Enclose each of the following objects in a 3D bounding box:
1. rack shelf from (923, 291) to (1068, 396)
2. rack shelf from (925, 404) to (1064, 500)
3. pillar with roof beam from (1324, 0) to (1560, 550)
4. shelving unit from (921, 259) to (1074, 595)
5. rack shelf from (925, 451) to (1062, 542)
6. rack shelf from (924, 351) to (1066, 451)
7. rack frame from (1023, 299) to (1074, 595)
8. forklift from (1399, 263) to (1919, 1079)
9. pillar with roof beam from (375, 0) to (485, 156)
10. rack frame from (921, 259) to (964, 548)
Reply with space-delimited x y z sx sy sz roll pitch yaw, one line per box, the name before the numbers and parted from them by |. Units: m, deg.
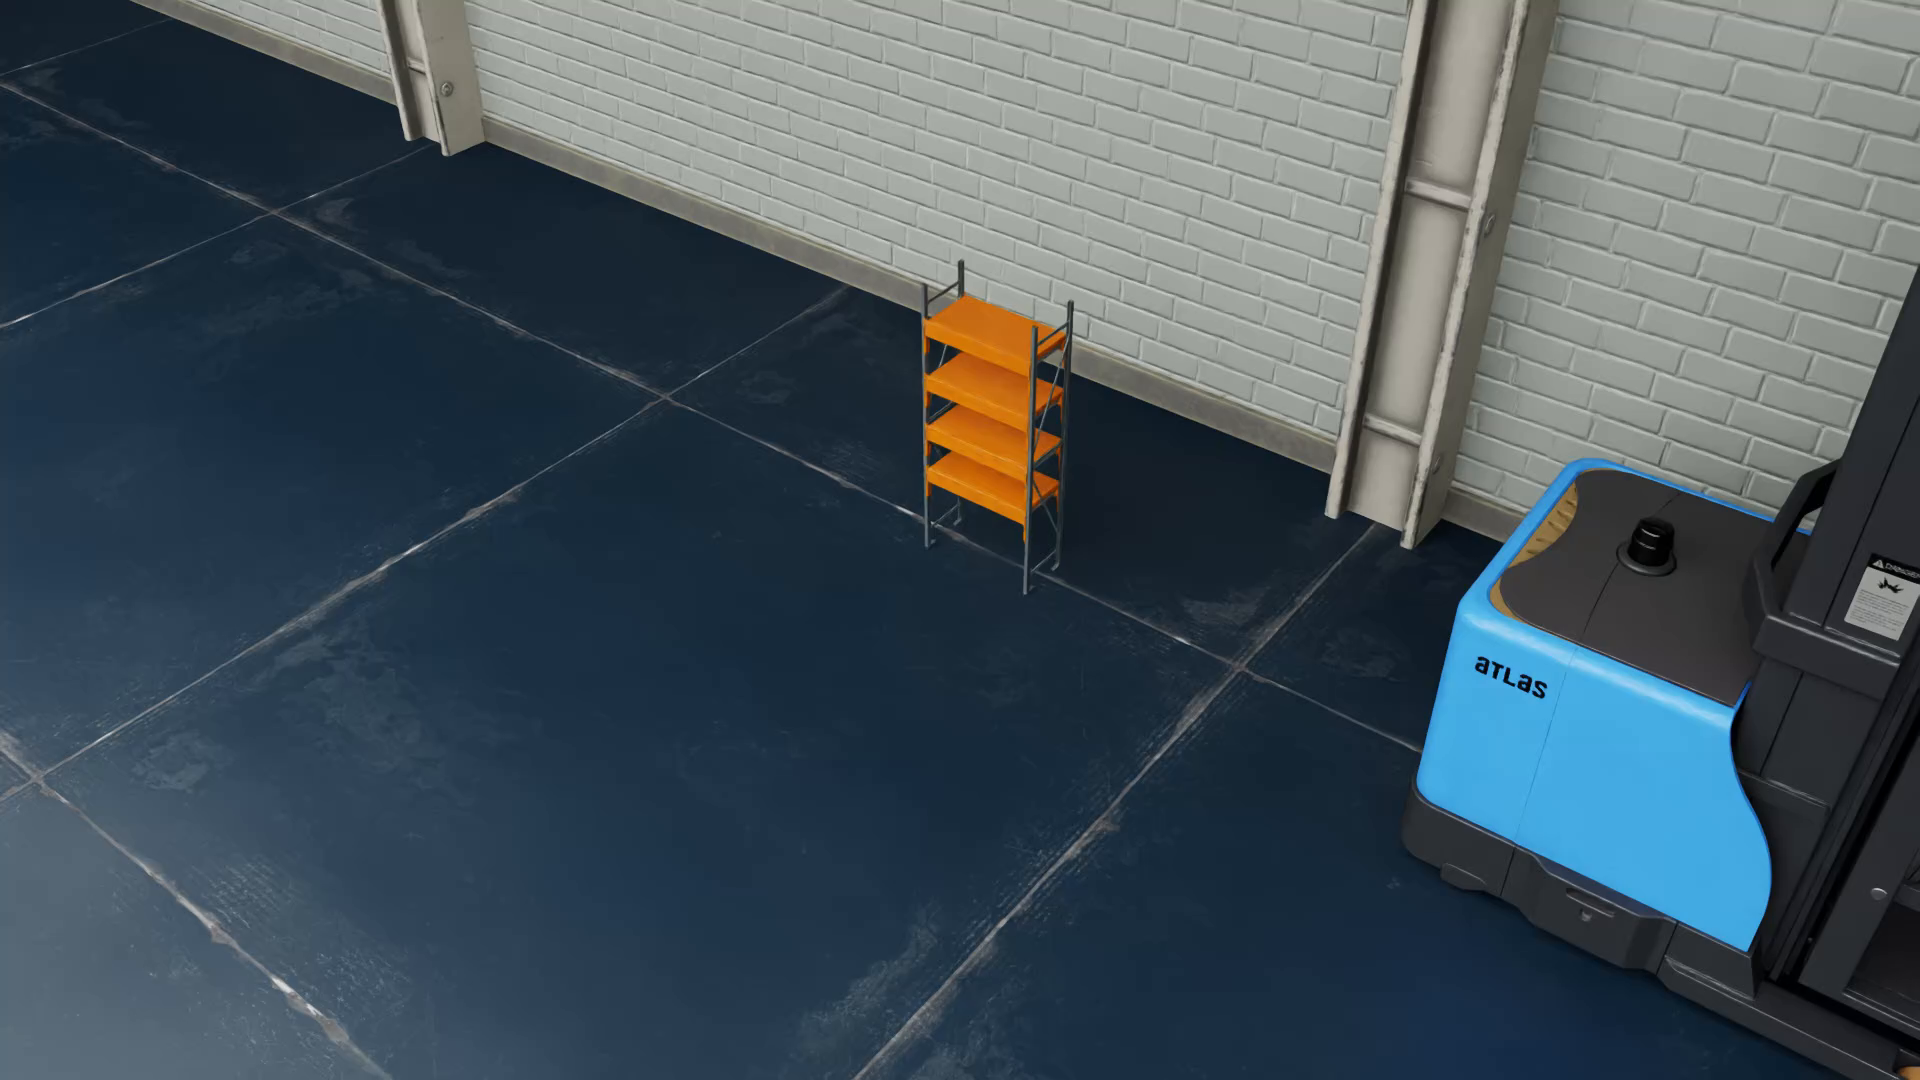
rack shelf | 0.131 -0.720 6.059 0.480 0.148 0.258 25 45 29
rack shelf | 0.131 -0.357 6.342 0.480 0.148 0.258 25 45 29
pillar with roof beam | -0.858 -1.542 1.420 0.400 9.000 9.100 25 45 29
shelving unit | 0.131 -0.410 6.301 0.503 1.200 0.258 25 45 29
rack shelf | 0.131 -0.201 6.465 0.480 0.148 0.258 25 45 29
rack shelf | 0.131 -0.534 6.204 0.480 0.148 0.258 25 45 29
rack frame | 0.325 -0.319 6.184 0.015 1.200 0.240 25 45 29
forklift | 2.913 0.182 4.140 3.031 2.935 1.130 25 44 28
pillar with roof beam | -5.624 -3.789 4.290 0.400 9.000 9.100 25 45 29
rack frame | -0.062 -0.502 6.418 0.015 1.200 0.240 25 45 29
